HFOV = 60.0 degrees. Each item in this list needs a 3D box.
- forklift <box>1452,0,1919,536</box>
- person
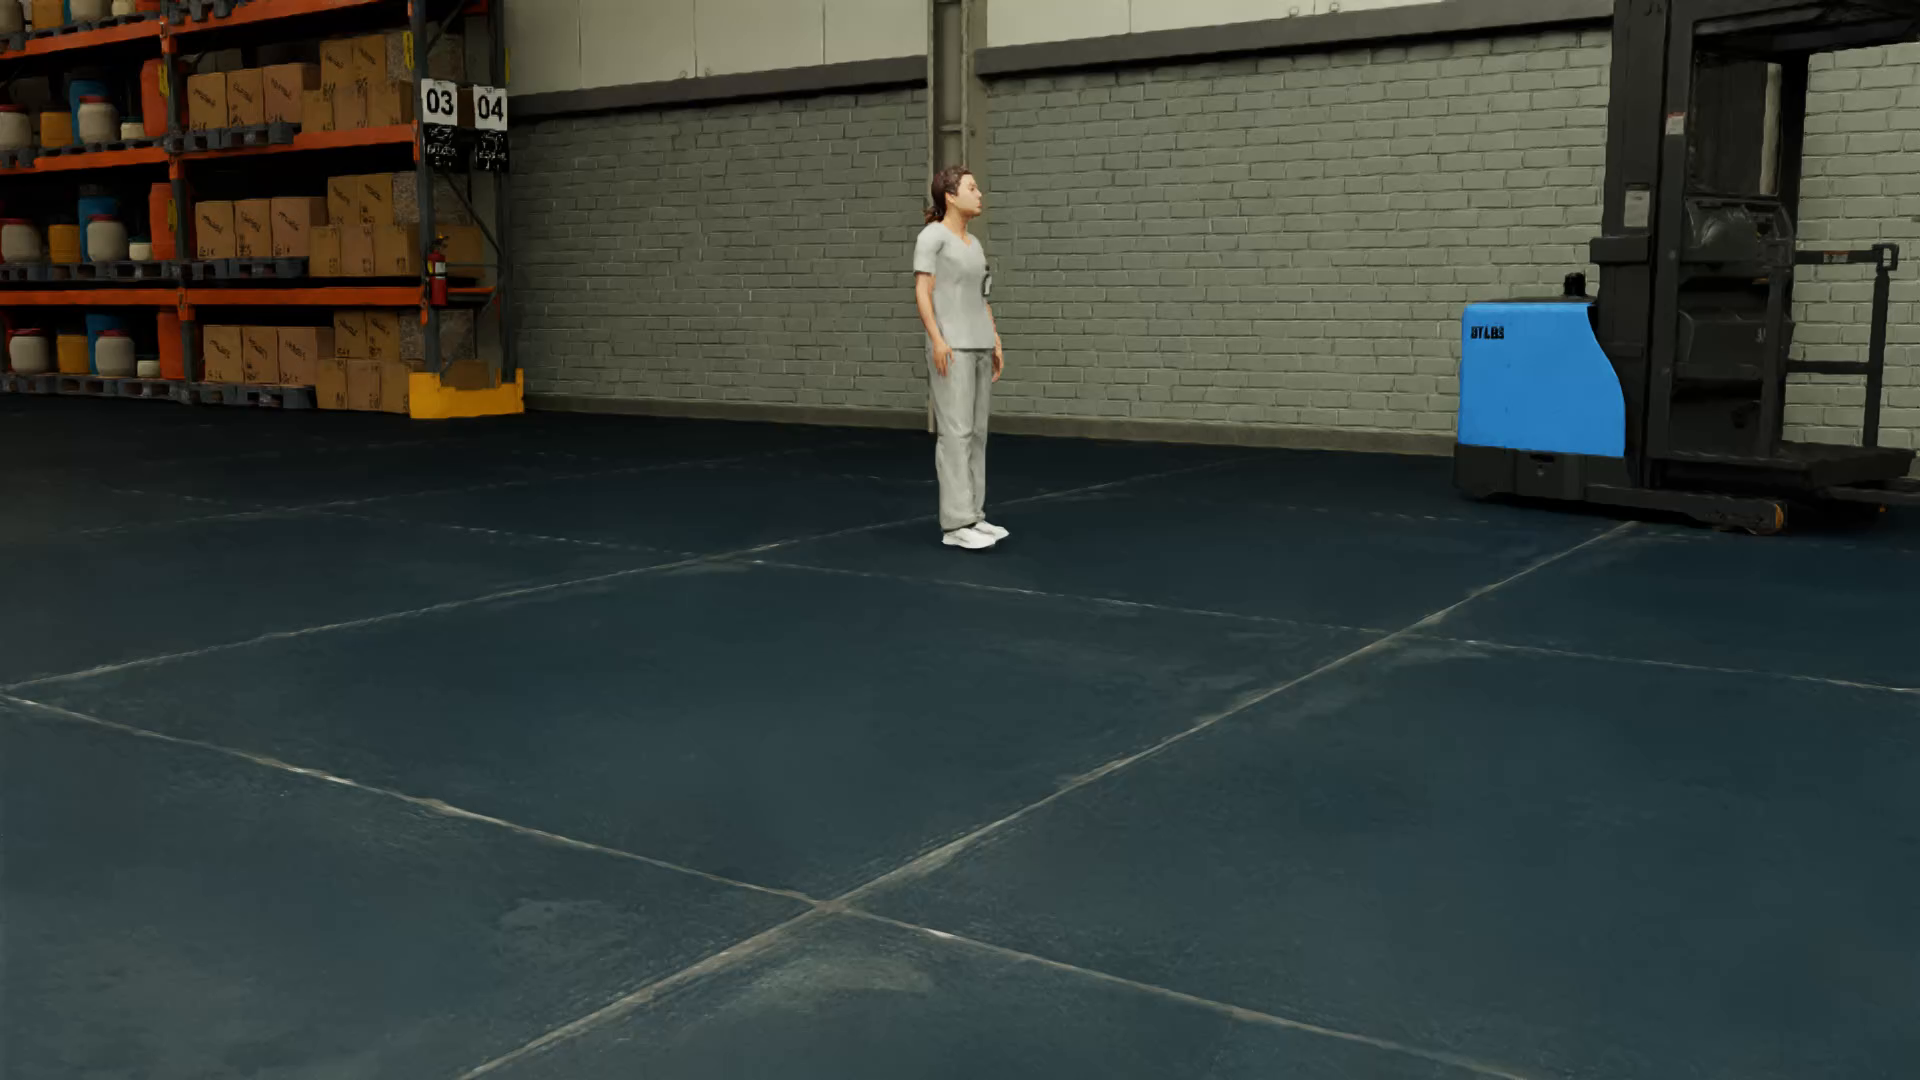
[{"bbox_3d":[3.989,-1.548,8.078,1.130,2.935,3.031,-6,10,-36],"label":"forklift"},{"bbox_3d":[0.054,-0.825,7.433,0.548,1.665,0.550,5,10,34],"label":"person"}]
